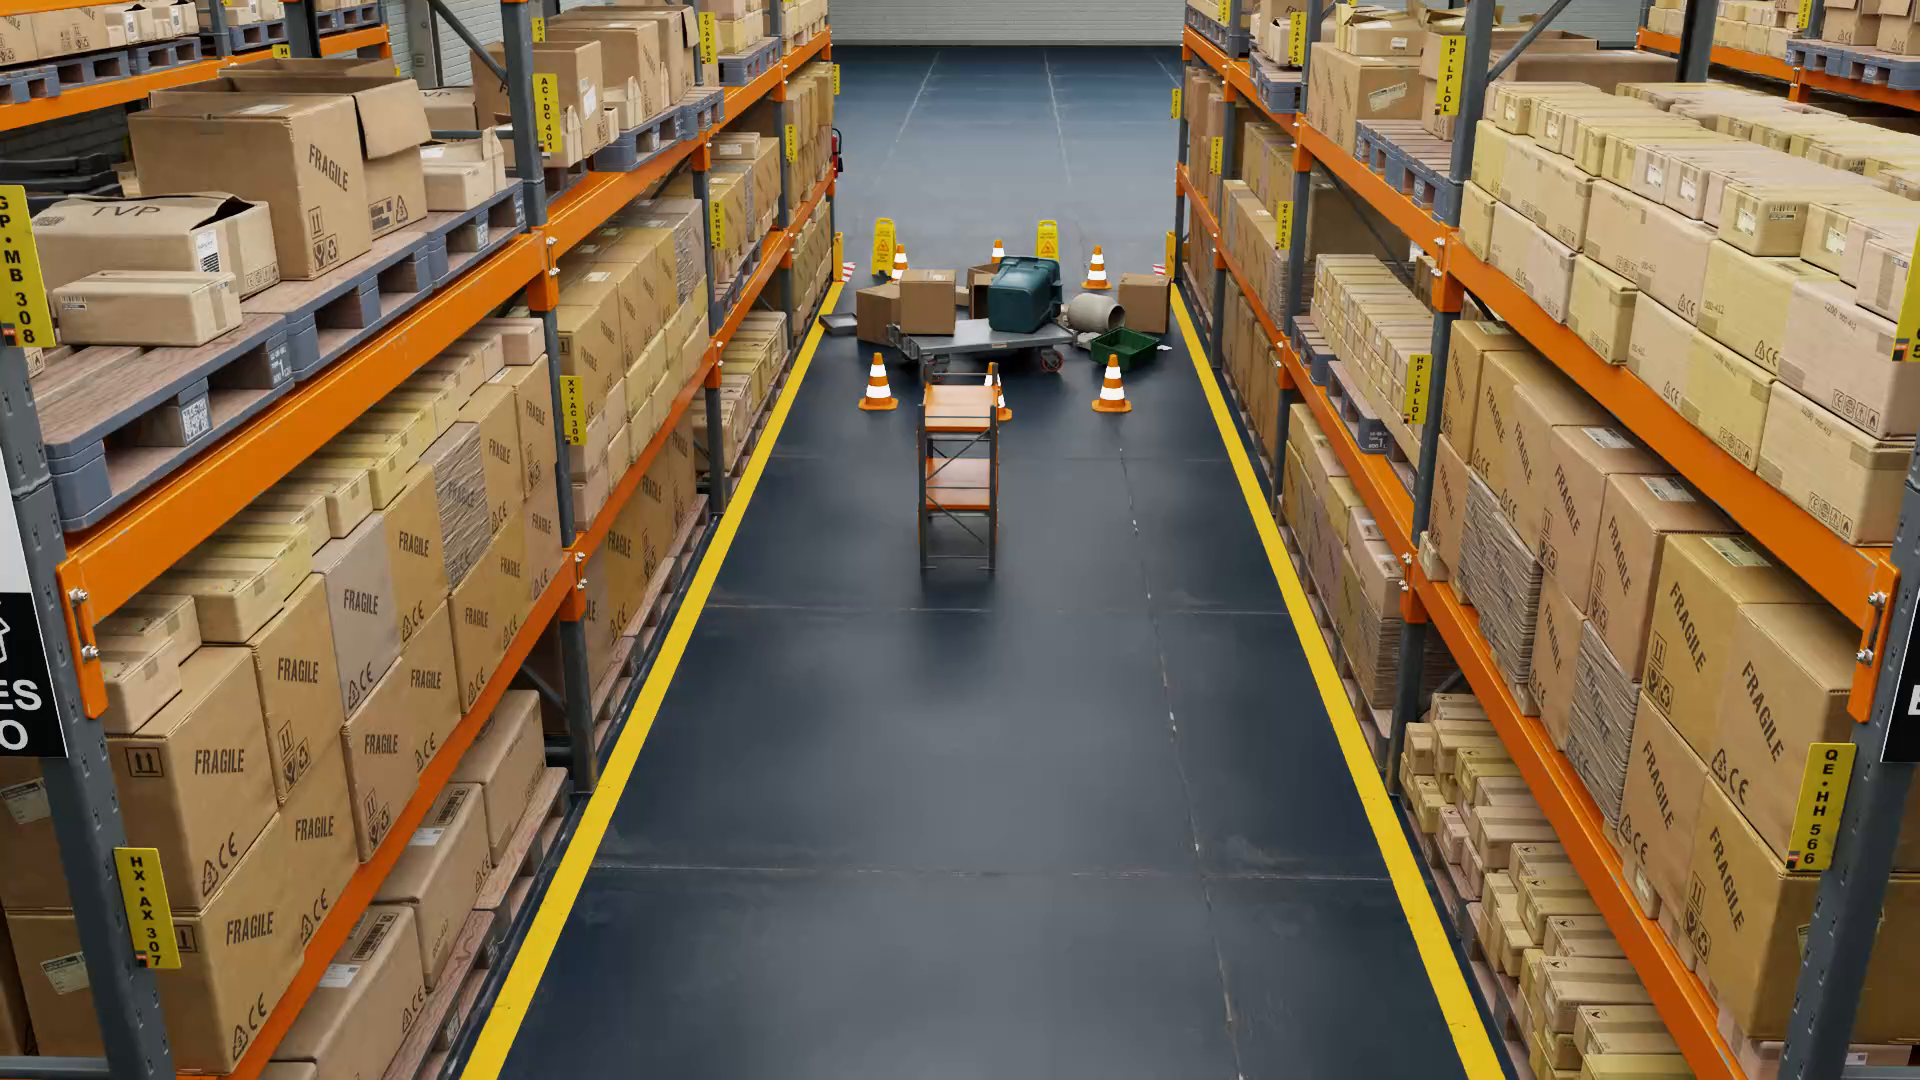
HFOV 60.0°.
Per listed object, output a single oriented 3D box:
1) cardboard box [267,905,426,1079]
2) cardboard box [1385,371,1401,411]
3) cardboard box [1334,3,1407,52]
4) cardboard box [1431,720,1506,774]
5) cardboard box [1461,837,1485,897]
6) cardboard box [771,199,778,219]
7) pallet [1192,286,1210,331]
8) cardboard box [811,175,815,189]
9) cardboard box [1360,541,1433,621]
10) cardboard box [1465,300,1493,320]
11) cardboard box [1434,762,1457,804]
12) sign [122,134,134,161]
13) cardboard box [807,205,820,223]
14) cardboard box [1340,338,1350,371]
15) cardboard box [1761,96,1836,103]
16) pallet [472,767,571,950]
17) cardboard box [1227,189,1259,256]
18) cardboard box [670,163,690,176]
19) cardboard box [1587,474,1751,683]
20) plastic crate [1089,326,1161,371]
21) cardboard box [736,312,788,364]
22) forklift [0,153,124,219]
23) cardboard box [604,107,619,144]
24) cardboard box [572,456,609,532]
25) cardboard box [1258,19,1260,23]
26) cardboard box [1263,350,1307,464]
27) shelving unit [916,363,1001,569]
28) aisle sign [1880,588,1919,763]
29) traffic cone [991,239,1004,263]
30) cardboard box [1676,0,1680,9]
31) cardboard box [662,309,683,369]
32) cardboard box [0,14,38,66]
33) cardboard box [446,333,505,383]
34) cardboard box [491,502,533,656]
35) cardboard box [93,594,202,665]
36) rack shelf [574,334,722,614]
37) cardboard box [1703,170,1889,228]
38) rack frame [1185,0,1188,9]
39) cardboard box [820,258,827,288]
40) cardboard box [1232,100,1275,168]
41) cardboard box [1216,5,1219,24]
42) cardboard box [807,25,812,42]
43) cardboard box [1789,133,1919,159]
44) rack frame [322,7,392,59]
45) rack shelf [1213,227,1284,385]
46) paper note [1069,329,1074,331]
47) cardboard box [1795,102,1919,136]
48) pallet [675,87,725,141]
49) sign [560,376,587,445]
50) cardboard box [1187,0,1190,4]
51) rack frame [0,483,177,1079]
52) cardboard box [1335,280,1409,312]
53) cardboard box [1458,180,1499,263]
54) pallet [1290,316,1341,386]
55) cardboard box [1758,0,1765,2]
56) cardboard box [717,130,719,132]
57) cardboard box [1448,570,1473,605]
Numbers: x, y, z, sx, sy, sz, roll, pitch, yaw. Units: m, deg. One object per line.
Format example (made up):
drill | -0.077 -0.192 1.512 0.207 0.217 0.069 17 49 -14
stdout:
cardboard box | -2.503 1.718 5.916 0.875 0.438 0.875 1 21 3
cardboard box | 2.466 -0.785 8.762 0.380 0.149 0.250 0 21 0
cardboard box | 2.448 -3.057 9.917 0.396 0.266 0.258 1 21 2
cardboard box | 2.345 0.939 7.500 0.380 0.149 0.250 2 21 4
cardboard box | 2.377 1.402 7.129 0.380 0.149 0.250 0 21 1
cardboard box | -1.817 -2.938 14.722 0.380 0.149 0.250 1 21 2
pallet | 3.009 -2.447 17.544 1.003 0.211 1.213 1 21 2
cardboard box | -1.722 -3.777 17.464 0.380 0.149 0.250 0 21 1
cardboard box | 2.400 0.210 8.680 0.500 0.250 0.500 0 21 0
cardboard box | 3.154 -1.291 9.653 0.380 0.149 0.250 2 21 4
cardboard box | 2.381 1.076 7.557 0.380 0.149 0.250 1 21 2
sign | -7.594 -3.548 15.220 0.100 0.325 0.005 1 21 2
cardboard box | -1.684 -3.449 17.558 0.380 0.149 0.250 2 21 4
cardboard box | 2.508 -1.115 10.023 0.380 0.149 0.250 1 21 3
cardboard box | 7.567 -3.757 15.133 0.500 0.500 0.500 1 21 2
pallet | -2.422 1.418 7.583 1.003 0.211 1.213 1 21 2
cardboard box | 2.574 -2.708 14.222 0.500 0.500 0.500 1 21 2
cardboard box | -2.426 -2.718 13.257 0.500 0.500 0.500 0 21 -1
cardboard box | 2.296 0.117 5.149 0.500 0.500 0.500 2 21 4
plastic crate | 1.569 -1.824 15.891 0.450 0.188 0.662 23 29 25
cardboard box | -2.091 -1.830 15.150 0.950 0.372 0.625 1 21 2
forklift | -4.745 -0.742 9.389 1.130 2.935 3.031 0 21 1
cardboard box | -1.932 -2.095 8.377 0.380 0.166 0.250 -1 21 -2
cardboard box | -2.043 -0.242 8.214 0.500 0.250 0.500 0 21 0
cardboard box | 2.594 -4.182 13.643 0.250 0.149 0.380 1 21 2
cardboard box | 2.860 -0.951 12.362 1.050 0.750 0.750 0 21 1
shelving unit | 0.000 -0.522 11.319 0.538 1.125 1.048 1 21 2
aisle sign | 2.206 0.119 3.481 0.394 0.787 0.004 1 21 2
traffic cone | 0.441 -3.253 19.274 0.336 0.463 0.334 1 21 2
cardboard box | 7.721 -5.618 17.370 0.380 0.149 0.250 0 21 1
cardboard box | -1.967 -1.217 10.035 0.500 0.250 0.500 0 21 0
cardboard box | -6.895 -3.602 11.663 0.500 0.500 0.500 1 21 2
cardboard box | -2.128 -0.762 6.930 0.380 0.149 0.250 1 21 3
cardboard box | -2.089 0.154 6.847 0.500 0.500 0.500 0 21 0
cardboard box | -2.218 0.254 4.310 0.380 0.149 0.250 1 21 3
rack shelf | -2.260 -0.544 9.778 1.077 0.370 4.000 1 21 2
cardboard box | 2.305 -0.931 4.601 0.380 0.149 0.250 0 21 0
rack frame | 2.995 -7.274 17.835 1.000 3.000 0.127 1 21 2
cardboard box | -1.735 -2.926 18.145 0.500 0.250 0.500 1 21 2
cardboard box | 2.919 -3.737 15.314 0.875 0.550 0.550 1 21 2
cardboard box | 2.579 -4.874 15.426 0.380 0.149 0.250 1 21 2
cardboard box | -1.689 -5.088 16.697 0.380 0.149 0.250 0 21 1
cardboard box | 2.893 -1.210 5.319 0.380 0.149 0.250 0 21 1
rack frame | -6.917 -4.548 19.104 1.000 3.000 0.127 1 21 2
rack shelf | 2.813 -1.972 13.460 1.077 0.370 4.000 1 21 2
paper note | 1.086 -2.154 17.049 0.172 0.023 0.155 8 23 20
cardboard box | 7.664 -3.129 14.037 1.000 1.000 1.000 1 21 2
pallet | -2.165 -2.679 10.402 1.213 0.211 1.003 2 21 4
sign | -1.766 -0.591 7.599 0.100 0.325 0.005 1 21 2
cardboard box | 2.664 -5.880 18.019 0.380 0.149 0.250 1 21 2
rack frame | -2.442 1.290 4.057 1.000 3.000 0.127 1 21 2
cardboard box | 2.518 -1.494 10.177 0.380 0.149 0.250 0 21 -1
cardboard box | 2.352 -1.302 6.799 0.500 0.250 0.500 2 21 4
pallet | 2.837 -1.236 10.833 1.213 0.211 1.003 1 21 2
cardboard box | 8.206 -5.326 16.618 0.380 0.149 0.250 0 21 -1
cardboard box | -2.281 -3.956 17.030 0.500 0.500 0.500 0 21 1
cardboard box | 2.361 0.172 7.286 0.380 0.149 0.250 1 21 3
